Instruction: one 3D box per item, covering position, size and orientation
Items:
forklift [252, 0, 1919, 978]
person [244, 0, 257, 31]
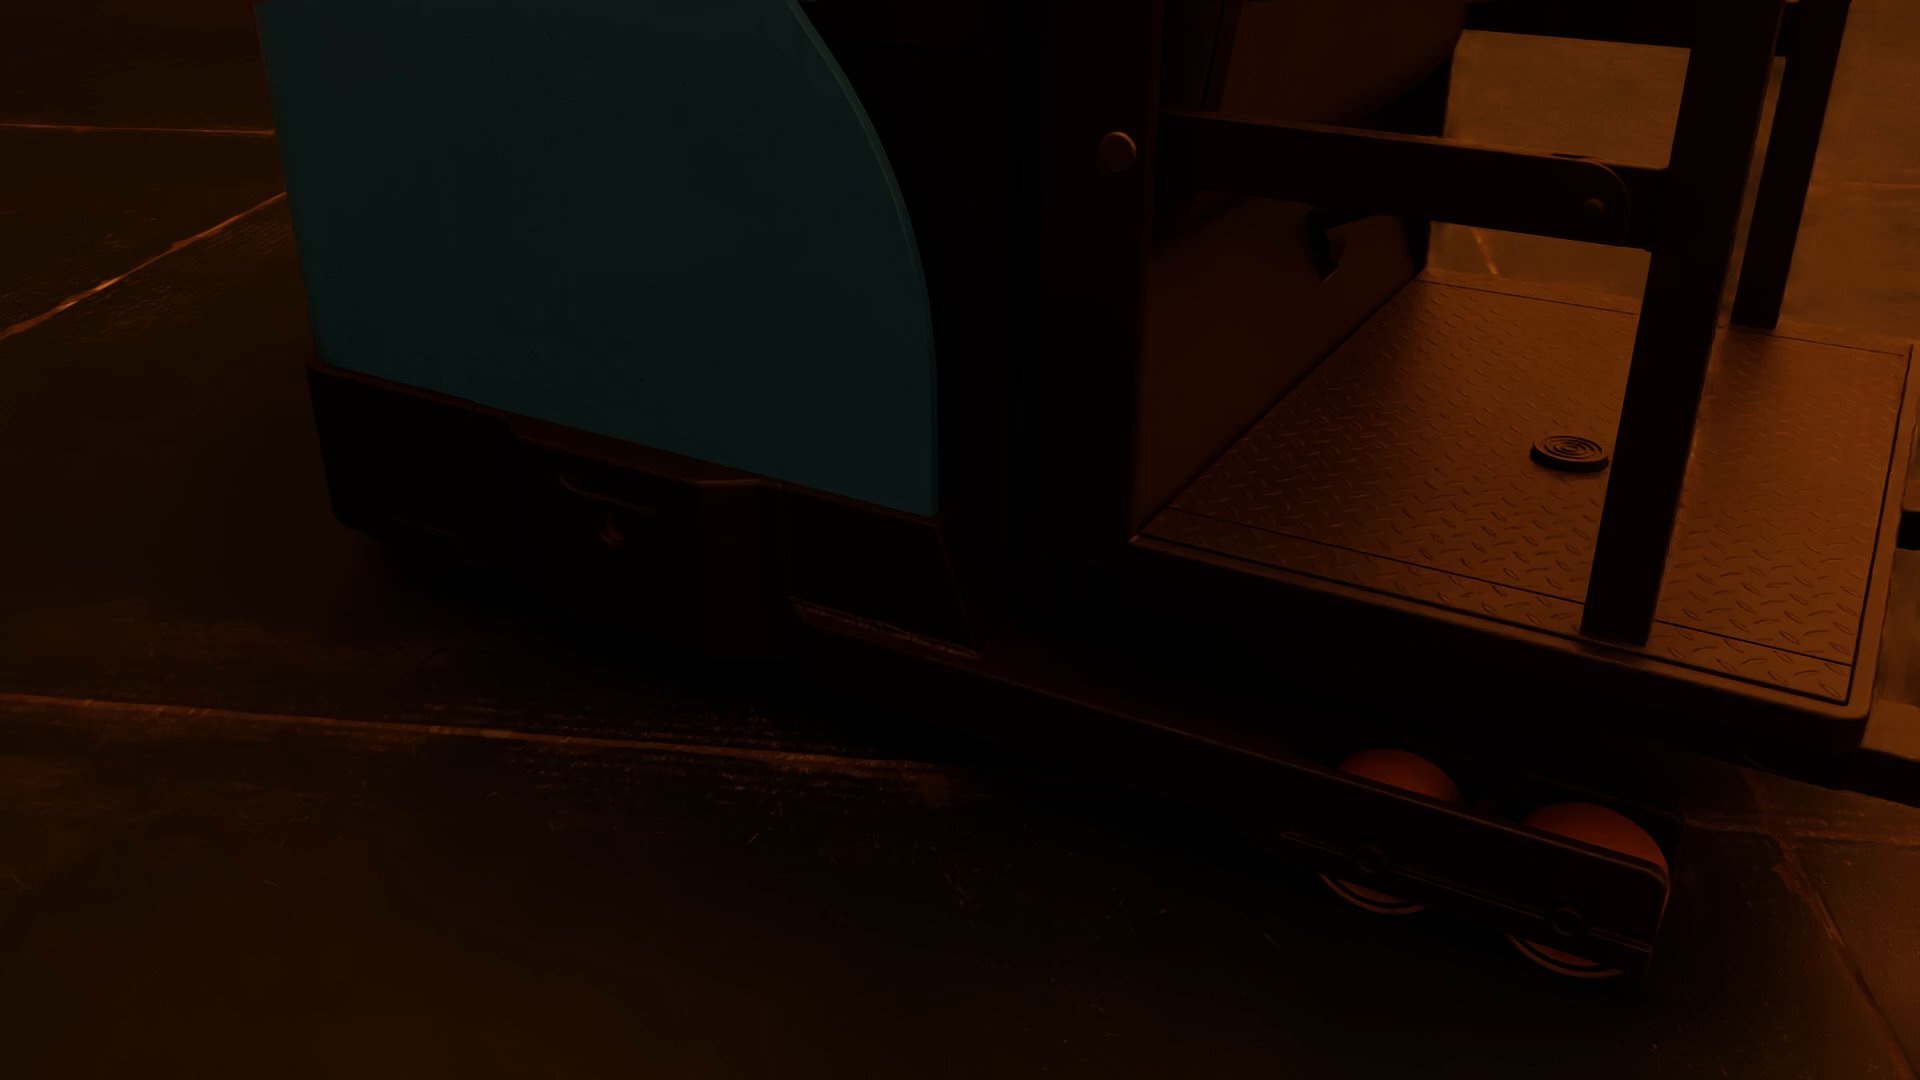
[{"bbox_3d":[0.616,-1.154,1.529,3.031,2.935,1.130,14,30,26],"label":"forklift"},{"bbox_3d":[-0.959,-0.988,2.947,0.695,1.464,0.582,7,27,14],"label":"person"}]
